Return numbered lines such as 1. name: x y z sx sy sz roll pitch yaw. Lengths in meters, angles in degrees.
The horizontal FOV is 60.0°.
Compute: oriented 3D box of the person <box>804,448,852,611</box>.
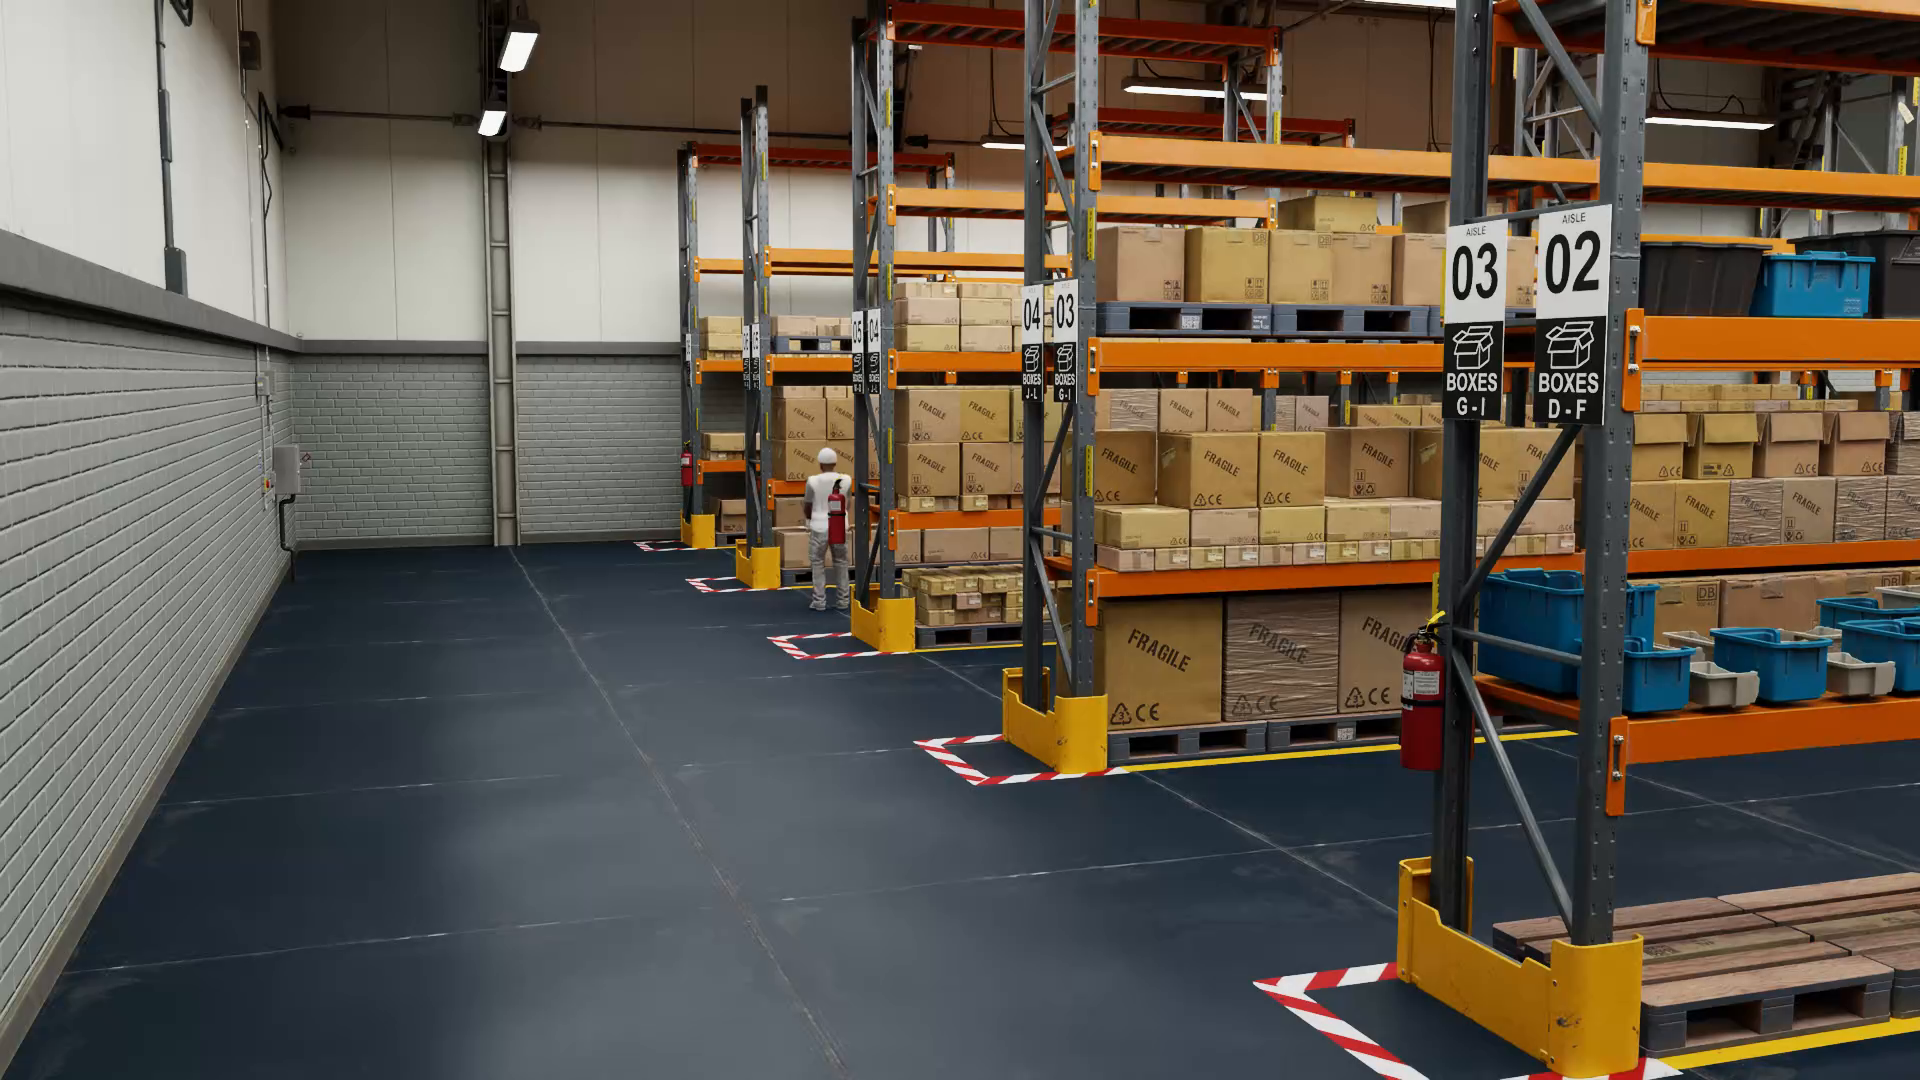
1. person: -1.475 -0.125 18.403 0.537 1.789 0.531 -2 6 -19
